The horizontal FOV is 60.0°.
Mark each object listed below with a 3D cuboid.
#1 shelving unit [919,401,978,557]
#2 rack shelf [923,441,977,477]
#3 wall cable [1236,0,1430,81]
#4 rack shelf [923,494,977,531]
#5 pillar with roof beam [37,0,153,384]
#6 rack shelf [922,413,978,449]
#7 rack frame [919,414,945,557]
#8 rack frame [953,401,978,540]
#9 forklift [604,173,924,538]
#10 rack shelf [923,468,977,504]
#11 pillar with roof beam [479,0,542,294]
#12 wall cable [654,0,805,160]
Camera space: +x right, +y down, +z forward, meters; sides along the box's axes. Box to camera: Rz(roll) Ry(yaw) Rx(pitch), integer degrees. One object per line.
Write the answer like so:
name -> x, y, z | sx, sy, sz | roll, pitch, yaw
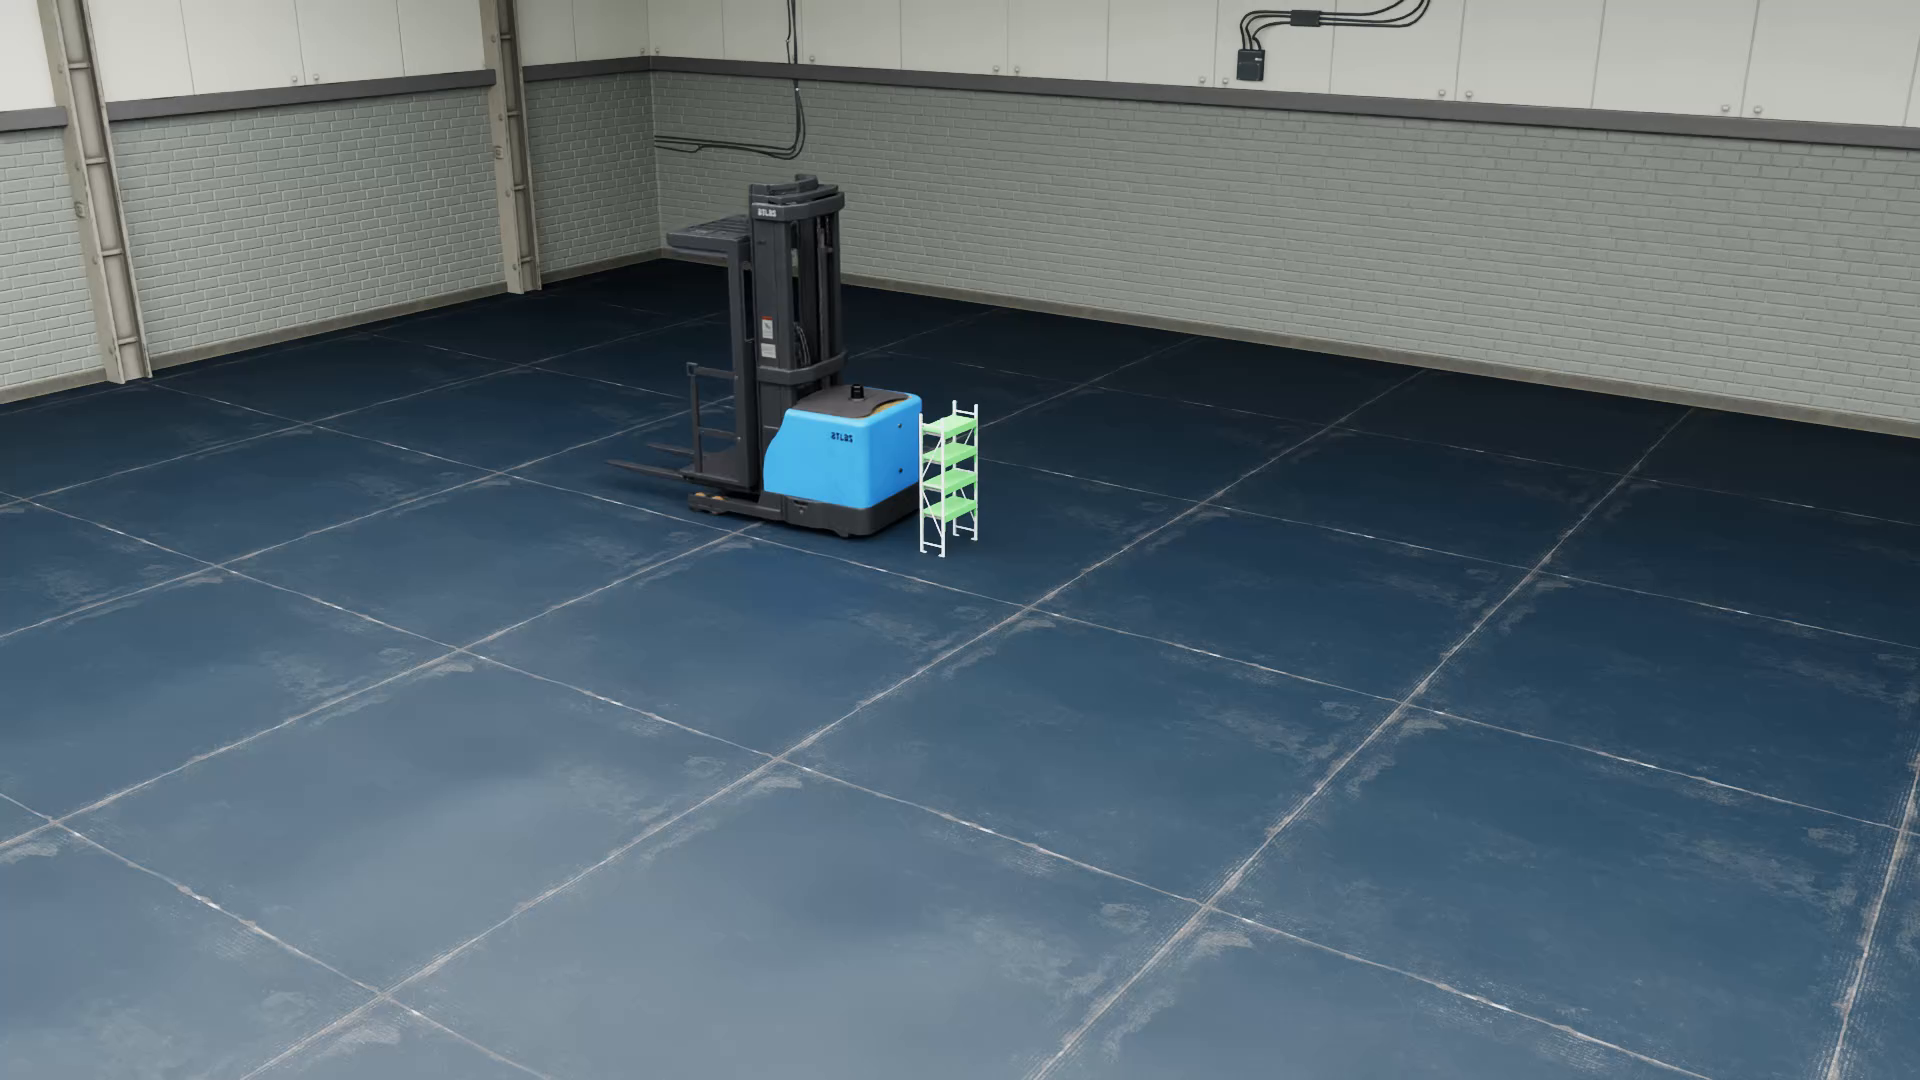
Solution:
shelving unit -> -0.093, -0.515, 13.928 | 0.258, 1.200, 0.503 | 13, 24, 32
rack shelf -> -0.093, -0.680, 13.867 | 0.258, 0.148, 0.480 | 13, 24, 32
wall cable -> 4.304, -8.148, 18.419 | 2.305, 6.003, 0.169 | 13, 24, 32
rack shelf -> -0.093, -0.230, 14.034 | 0.258, 0.148, 0.480 | 13, 24, 32
pillar with roof beam -> -6.101, -5.260, 15.515 | 9.100, 9.000, 0.400 | 13, 24, 32
rack shelf -> -0.093, -0.906, 13.784 | 0.258, 0.148, 0.480 | 13, 24, 32
rack frame -> -0.230, -0.445, 13.739 | 0.240, 1.200, 0.015 | 13, 24, 32
rack frame -> 0.044, -0.585, 14.118 | 0.240, 1.200, 0.015 | 13, 24, 32
forklift -> -1.860, -1.747, 14.762 | 3.031, 2.935, 1.130 | 11, 23, 27
rack shelf -> -0.093, -0.455, 13.951 | 0.258, 0.148, 0.480 | 13, 24, 32
pillar with roof beam -> -2.728, -6.982, 20.169 | 9.100, 9.000, 0.400 | 13, 24, 32
wall cable -> -3.539, -6.953, 24.566 | 3.097, 2.526, 0.112 | 13, 24, 32
